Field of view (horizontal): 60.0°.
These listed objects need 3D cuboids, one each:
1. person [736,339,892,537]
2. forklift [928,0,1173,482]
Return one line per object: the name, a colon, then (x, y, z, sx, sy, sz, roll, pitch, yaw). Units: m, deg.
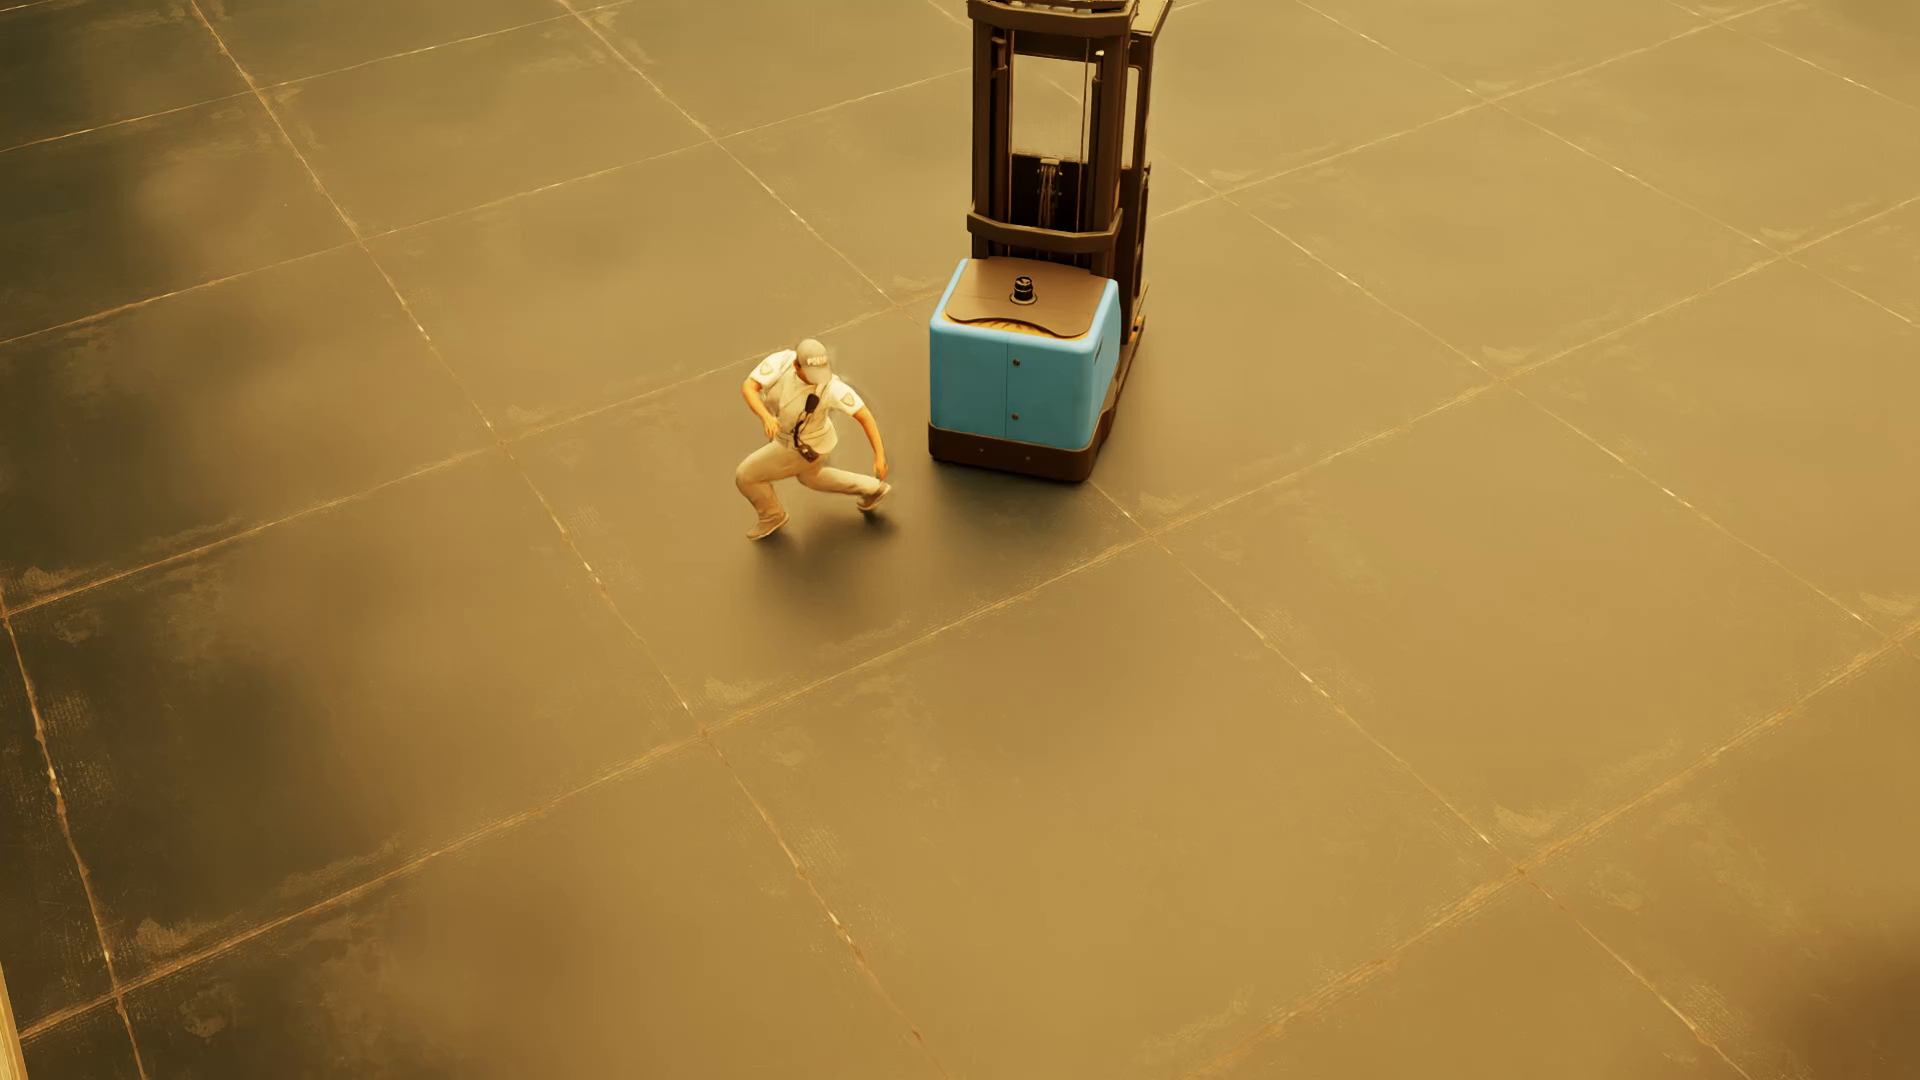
person: (-0.854, -0.564, 9.731, 0.928, 1.440, 0.699, -13, 43, -15)
forklift: (0.678, -2.450, 10.675, 1.130, 2.935, 3.031, 10, 42, 11)
